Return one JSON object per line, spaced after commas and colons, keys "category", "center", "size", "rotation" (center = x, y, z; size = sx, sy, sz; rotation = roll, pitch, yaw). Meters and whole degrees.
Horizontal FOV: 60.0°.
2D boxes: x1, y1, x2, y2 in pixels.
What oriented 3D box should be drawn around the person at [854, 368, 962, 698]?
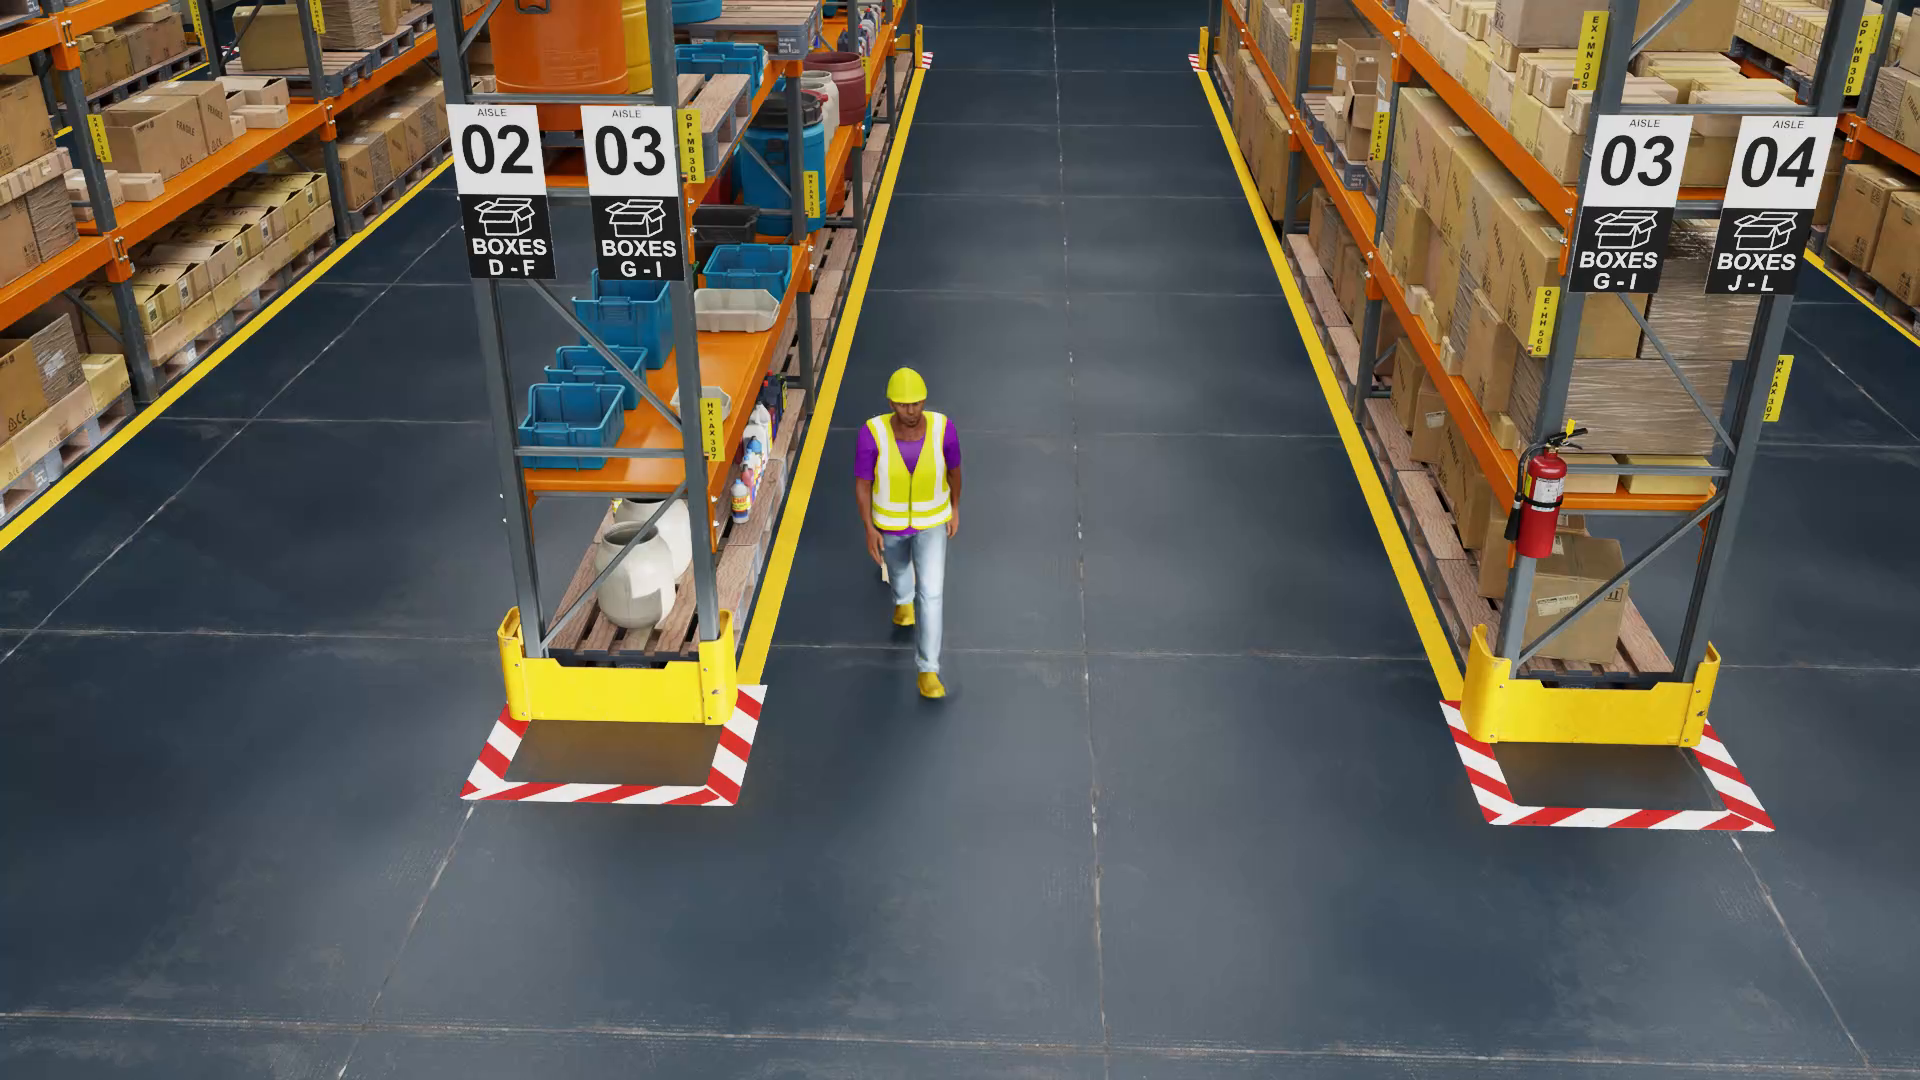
{"category": "person", "center": [-0.272, -0.105, 8.809], "size": [0.567, 1.707, 1.086], "rotation": [0, 28, 0]}
